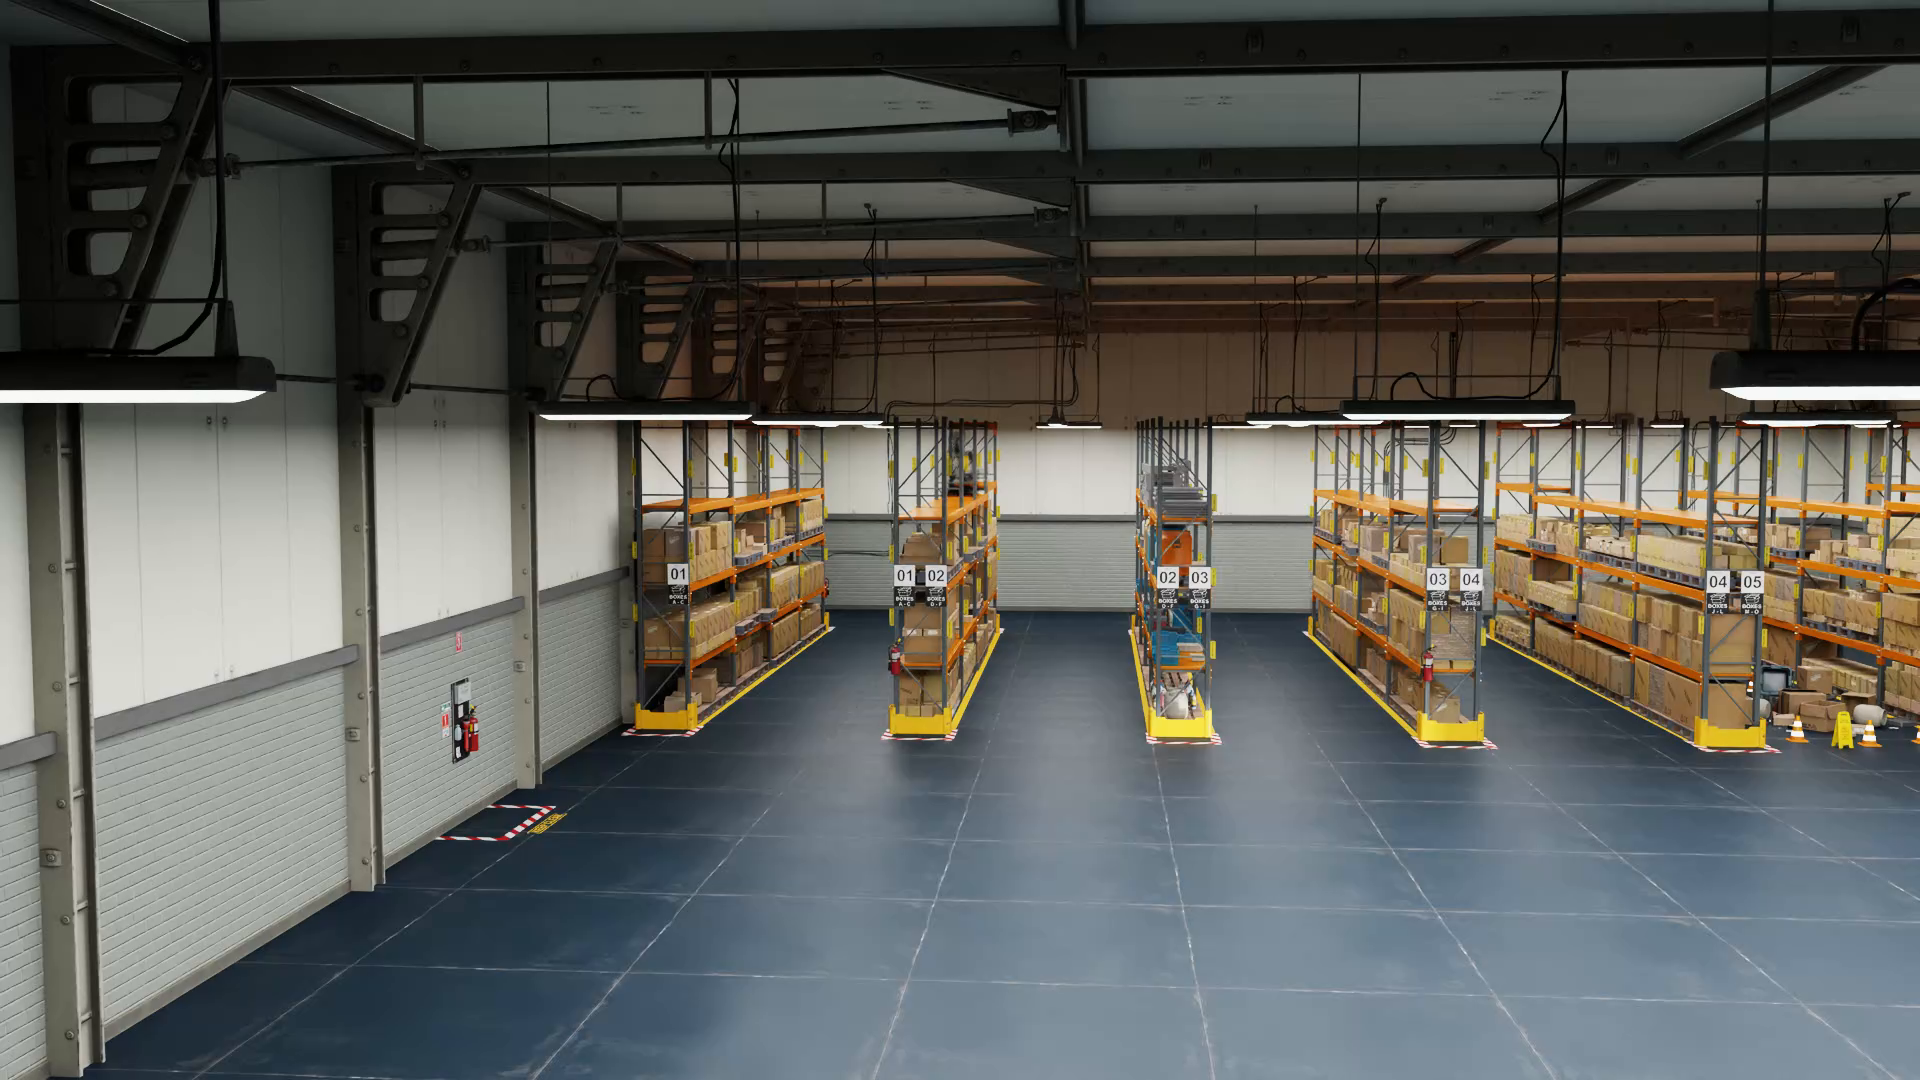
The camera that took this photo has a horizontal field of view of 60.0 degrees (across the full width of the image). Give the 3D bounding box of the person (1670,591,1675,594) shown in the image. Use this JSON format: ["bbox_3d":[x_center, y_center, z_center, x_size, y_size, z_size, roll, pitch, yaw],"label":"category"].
[{"bbox_3d":[20.376,1.813,47.158,0.722,1.705,0.726,1,4,16],"label":"person"}]

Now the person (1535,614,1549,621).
[{"bbox_3d":[16.496,1.772,47.384,0.644,1.717,0.673,0,4,-5],"label":"person"}]
